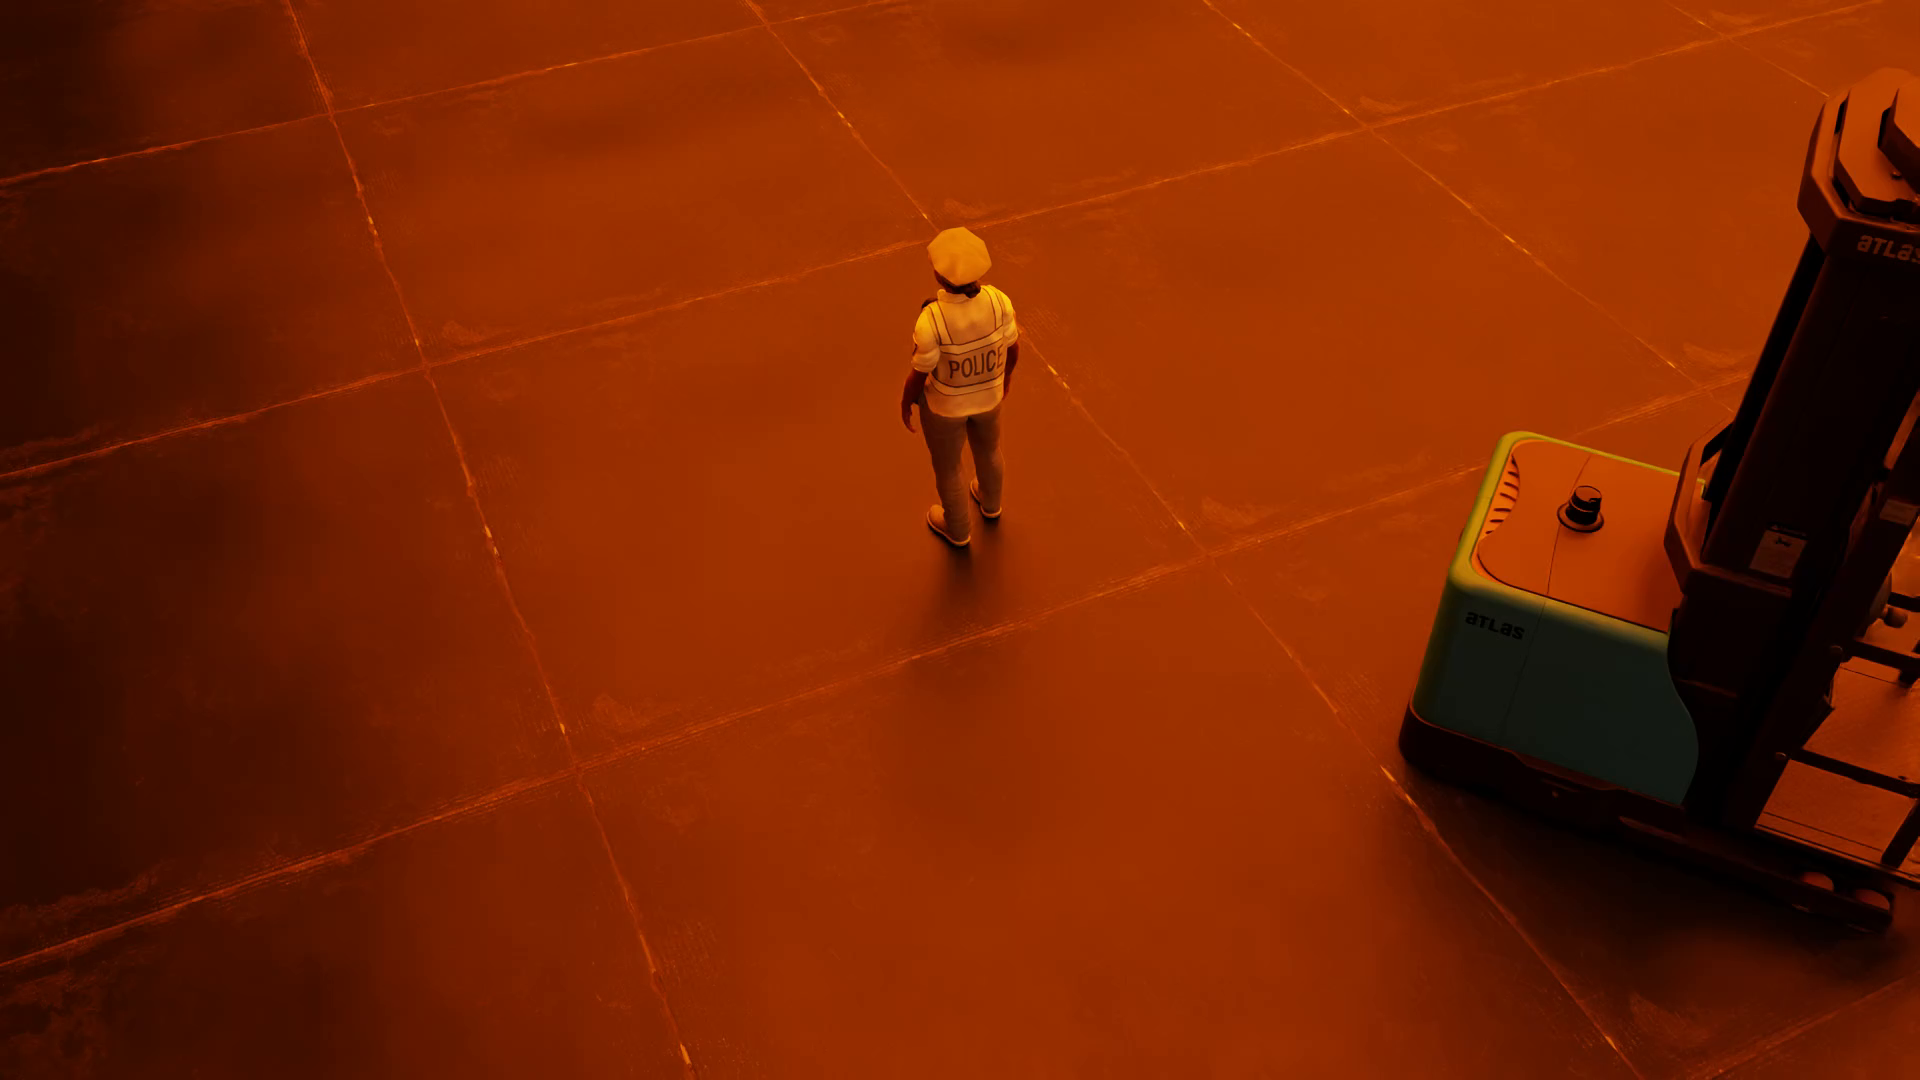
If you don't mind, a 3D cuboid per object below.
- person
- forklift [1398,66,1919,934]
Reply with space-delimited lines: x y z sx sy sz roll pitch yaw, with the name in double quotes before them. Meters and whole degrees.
"person" -0.013 -0.677 7.301 0.570 1.695 0.530 -18 46 -18
"forklift" 3.356 -0.018 5.699 3.031 2.935 1.130 18 46 18
